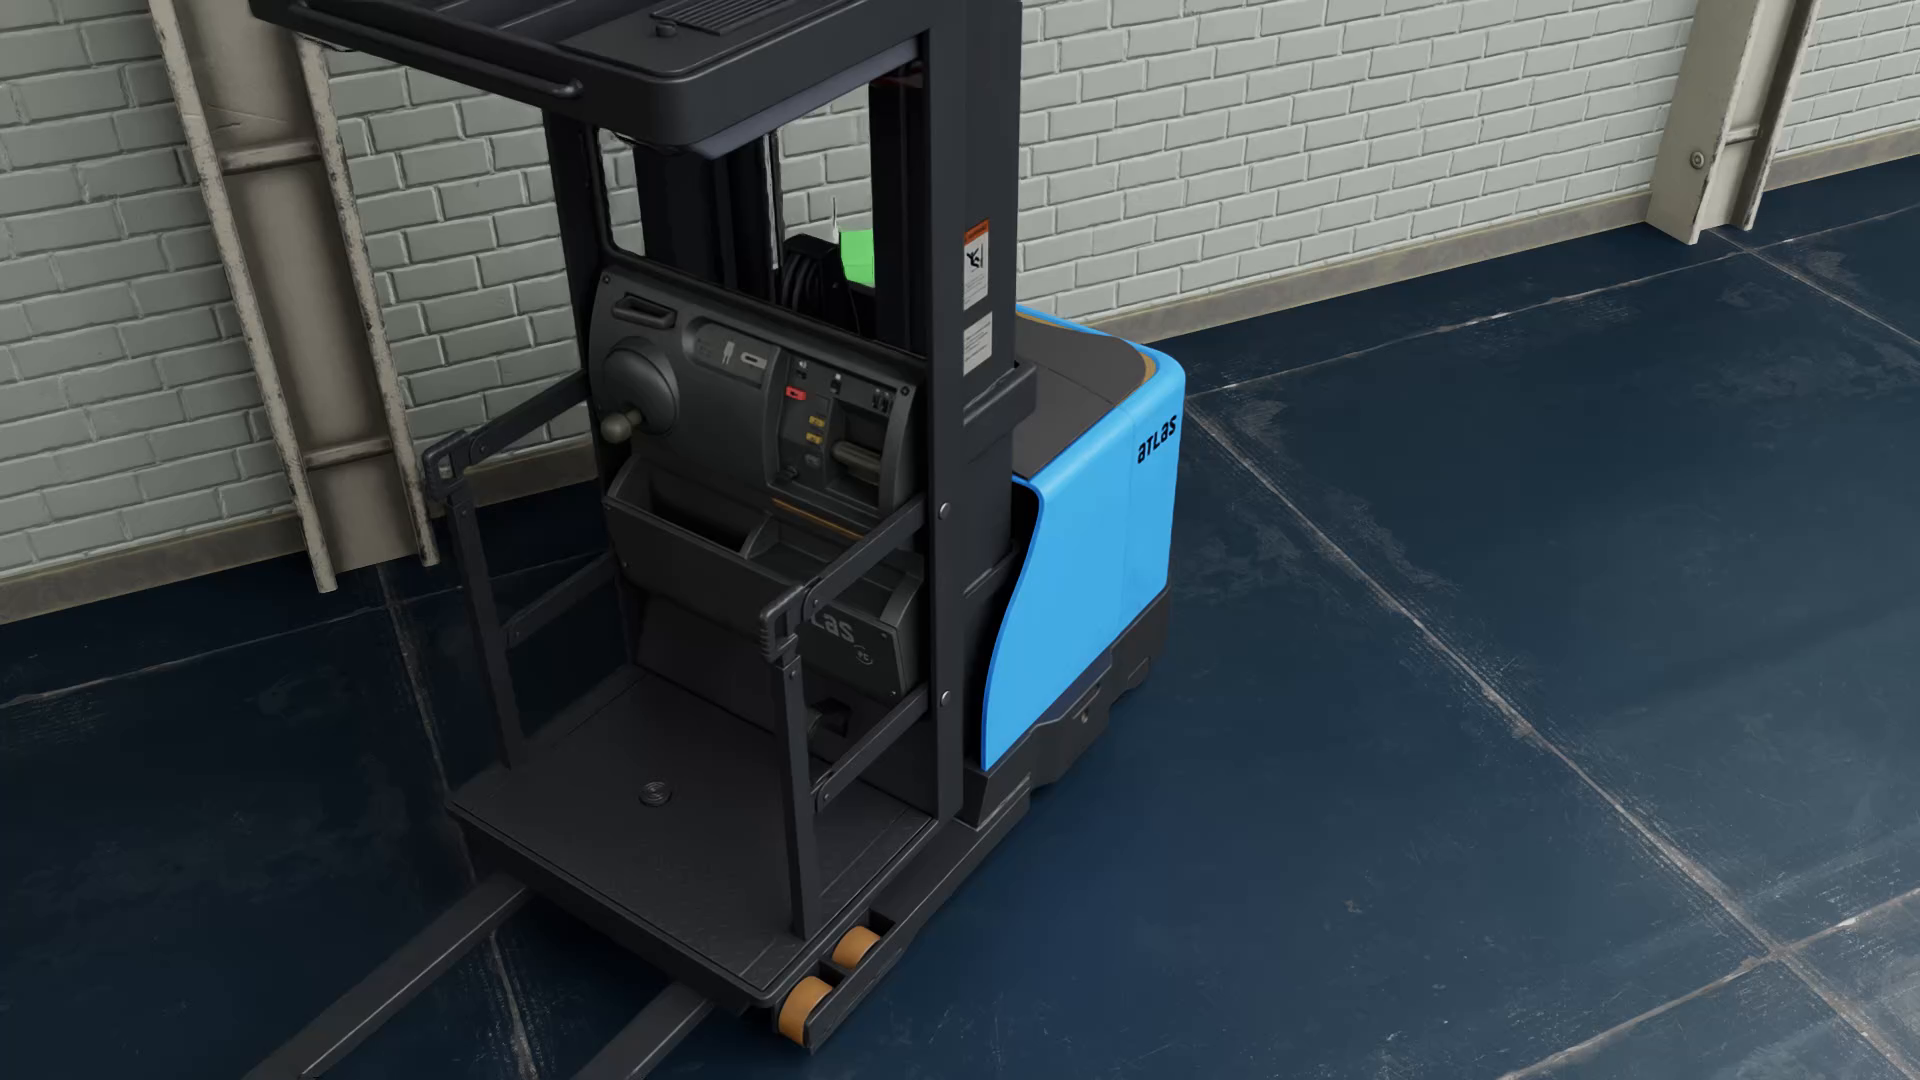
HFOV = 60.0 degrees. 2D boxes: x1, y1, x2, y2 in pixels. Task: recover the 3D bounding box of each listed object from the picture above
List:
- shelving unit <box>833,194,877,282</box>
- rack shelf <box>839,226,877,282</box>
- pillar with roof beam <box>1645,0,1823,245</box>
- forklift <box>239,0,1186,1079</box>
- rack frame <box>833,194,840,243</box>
[{"bbox_3d":[-0.138,-0.536,5.465,0.503,1.200,0.258,-2,37,-3],"label":"shelving unit"},{"bbox_3d":[-0.138,-0.870,5.218,0.480,0.148,0.258,-2,37,-3],"label":"rack shelf"},{"bbox_3d":[5.253,-2.767,1.926,0.400,9.000,9.100,-16,39,-20],"label":"pillar with roof beam"},{"bbox_3d":[-0.611,-0.267,3.649,1.130,2.935,3.031,23,42,27],"label":"forklift"},{"bbox_3d":[-0.381,-0.526,5.452,0.015,1.200,0.240,-2,37,-3],"label":"rack frame"}]
